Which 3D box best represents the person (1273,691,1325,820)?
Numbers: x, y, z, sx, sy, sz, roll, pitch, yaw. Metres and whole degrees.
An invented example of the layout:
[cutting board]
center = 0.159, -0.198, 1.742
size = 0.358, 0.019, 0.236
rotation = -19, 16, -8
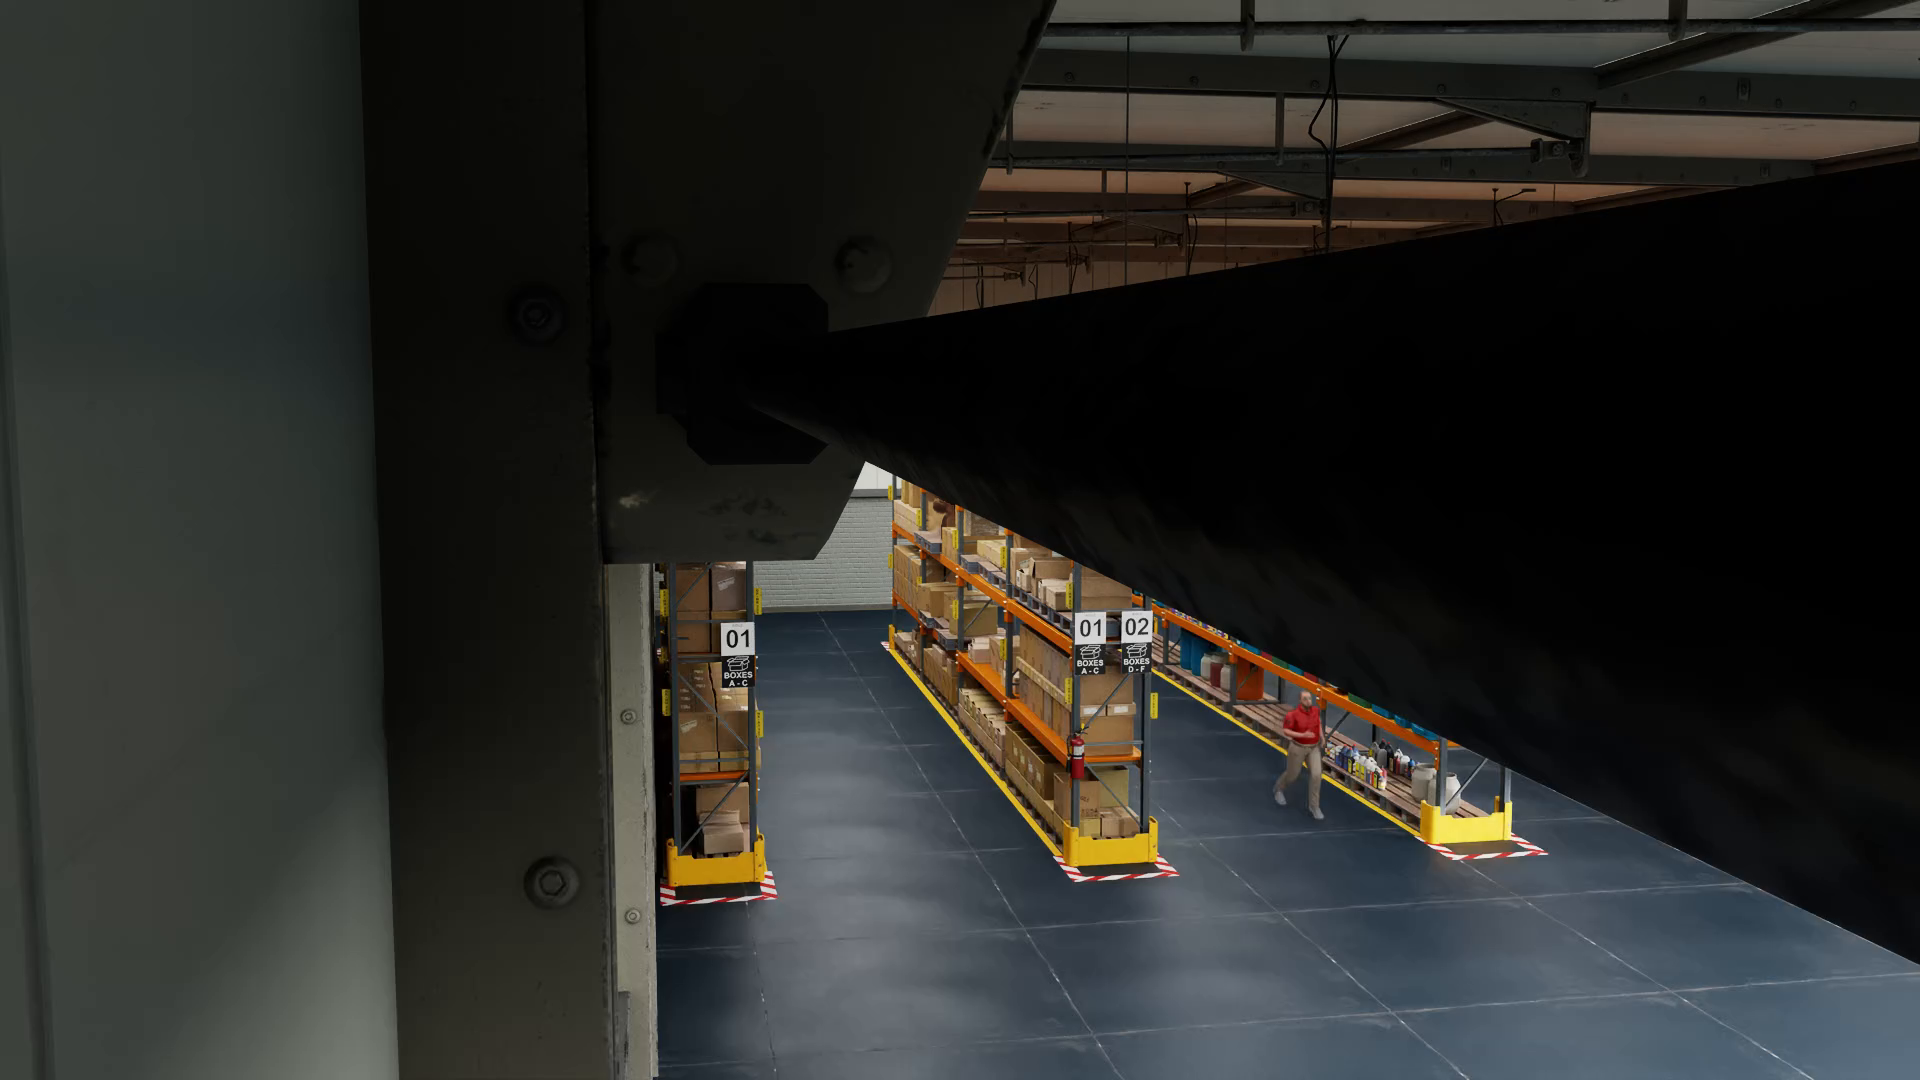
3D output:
[person]
center = 4.790, 2.964, 23.294
size = 0.671, 1.769, 0.964
rotation = -2, 6, -16
